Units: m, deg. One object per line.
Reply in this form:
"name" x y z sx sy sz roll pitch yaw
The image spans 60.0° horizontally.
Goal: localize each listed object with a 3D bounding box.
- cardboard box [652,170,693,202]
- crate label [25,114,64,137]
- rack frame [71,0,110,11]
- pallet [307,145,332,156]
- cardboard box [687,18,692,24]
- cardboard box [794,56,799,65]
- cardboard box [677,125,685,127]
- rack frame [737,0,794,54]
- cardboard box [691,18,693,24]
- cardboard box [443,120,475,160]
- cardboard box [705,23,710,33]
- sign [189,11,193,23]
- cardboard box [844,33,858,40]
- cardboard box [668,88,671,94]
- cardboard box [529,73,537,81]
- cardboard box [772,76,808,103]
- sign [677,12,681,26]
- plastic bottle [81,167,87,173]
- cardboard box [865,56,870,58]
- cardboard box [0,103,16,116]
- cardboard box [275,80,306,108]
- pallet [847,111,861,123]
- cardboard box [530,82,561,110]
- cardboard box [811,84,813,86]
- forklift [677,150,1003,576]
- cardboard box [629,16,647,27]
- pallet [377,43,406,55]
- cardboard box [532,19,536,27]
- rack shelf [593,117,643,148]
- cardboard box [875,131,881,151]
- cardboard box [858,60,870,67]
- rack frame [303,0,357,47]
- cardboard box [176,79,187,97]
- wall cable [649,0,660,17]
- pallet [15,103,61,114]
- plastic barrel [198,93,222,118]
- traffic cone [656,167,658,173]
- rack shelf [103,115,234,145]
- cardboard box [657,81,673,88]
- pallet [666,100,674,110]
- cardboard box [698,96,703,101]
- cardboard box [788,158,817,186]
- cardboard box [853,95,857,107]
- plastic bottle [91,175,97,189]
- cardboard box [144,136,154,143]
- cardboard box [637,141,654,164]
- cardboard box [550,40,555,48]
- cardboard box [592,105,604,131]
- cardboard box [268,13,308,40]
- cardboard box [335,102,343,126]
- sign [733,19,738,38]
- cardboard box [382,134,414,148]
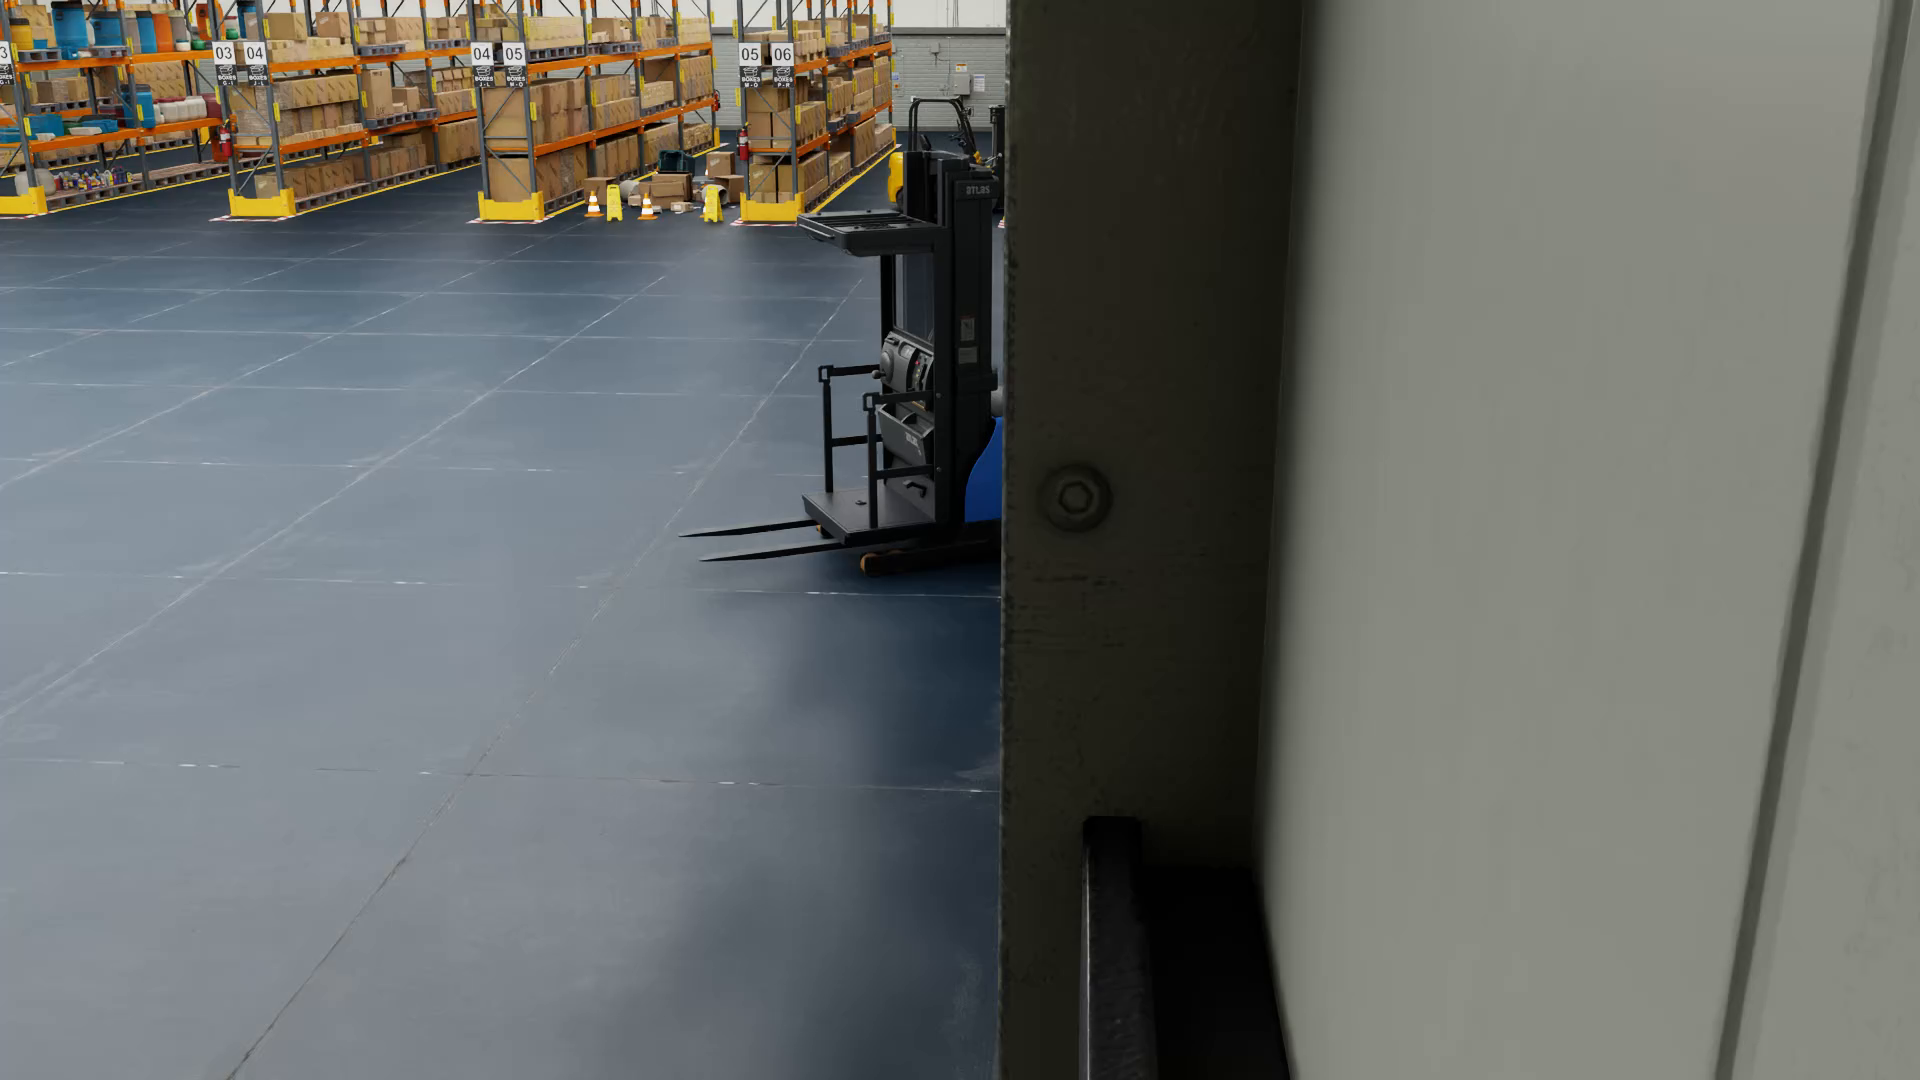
"cardboard box" -5.875 -7.216 33.919 0.797 0.637 0.503 1 18 4
"crate label" -18.497 -8.371 33.597 0.502 0.435 0.616 1 18 4
"rack frame" -22.439 -14.466 42.621 1.000 3.000 0.127 1 18 4
"pallet" -17.485 -10.408 44.348 1.003 0.211 1.213 1 18 4
"cardboard box" -7.214 -13.524 43.361 0.380 0.149 0.250 2 18 7
"cardboard box" -3.187 -8.847 30.691 0.380 0.149 0.250 1 18 4
"cardboard box" -7.689 -11.223 45.306 0.380 0.149 0.250 0 18 1
"rack frame" -3.534 -10.296 29.893 1.000 3.000 0.127 1 18 4
"cardboard box" -7.208 -13.606 43.610 0.380 0.149 0.250 1 18 2
"cardboard box" -12.703 -9.831 40.847 1.225 0.875 0.875 1 18 4
"cardboard box" -7.111 -13.936 45.258 0.500 0.250 0.500 1 18 2
"sign" -21.600 -14.685 46.684 0.100 0.325 0.005 1 18 4
"cardboard box" -2.660 -12.095 39.903 0.380 0.166 0.250 3 18 9
"cardboard box" -7.468 -11.263 41.730 0.380 0.149 0.250 1 18 4
"cardboard box" -12.044 -12.905 46.048 0.500 0.500 0.500 2 18 5
"cardboard box" -3.495 -9.220 33.999 0.700 0.500 0.500 1 18 3
"sign" -7.065 -13.098 41.799 0.100 0.325 0.005 1 18 4
"plastic bottle" -18.544 -7.728 35.238 0.144 0.351 0.185 2 18 5
"cardboard box" -2.637 -13.058 45.149 0.380 0.149 0.250 2 18 5
"cardboard box" -22.795 -10.219 39.435 0.500 0.311 0.500 2 18 7
"cardboard box" -13.065 -8.650 32.261 0.500 0.500 0.500 1 18 4
"pallet" -2.906 -9.615 37.757 1.213 0.211 1.003 1 18 4
"cardboard box" -8.382 -8.734 32.786 0.875 0.550 0.500 1 18 4
"cardboard box" -3.329 -9.701 36.400 0.500 0.500 0.500 1 18 2
"forklift" -0.578 -1.316 12.232 3.031 2.935 1.130 -8 20 -22
"cardboard box" -7.585 -12.205 39.147 0.396 0.266 0.258 1 18 4
"pallet" -12.910 -10.756 36.417 1.213 0.211 1.003 1 18 4
"cardboard box" -8.118 -9.631 30.968 0.380 0.149 0.250 1 18 4
"rack shelf" -8.049 -9.046 36.868 1.077 0.370 4.000 1 18 4
"cardboard box" -2.522 -10.347 43.123 0.875 0.438 0.875 1 18 3
"cardboard box" -2.392 -12.095 42.210 0.380 0.149 0.250 1 18 3
"rack frame" -13.132 -11.759 34.359 1.000 3.000 0.127 1 18 4
"cardboard box" -21.947 -12.599 46.395 0.500 0.500 0.500 1 18 4
"wall cable" -8.428 -18.694 50.357 2.277 5.999 0.120 1 18 4
"pallet" -22.747 -10.494 40.440 1.213 0.211 1.003 1 18 4
"plastic barrel" -17.516 -10.175 38.941 0.600 0.536 0.708 1 18 4
"traffic cone" -6.590 -7.944 36.423 0.336 0.463 0.334 1 18 4
"rack shelf" -17.929 -9.299 37.639 1.077 0.370 4.000 1 18 4
"cardboard box" -7.453 -11.485 41.930 0.380 0.149 0.250 2 18 6
"pallet" -7.818 -10.926 41.758 1.003 0.211 1.213 1 18 4
"cardboard box" -7.175 -11.951 44.982 0.380 0.149 0.250 0 18 1
"cardboard box" -3.122 -7.264 32.812 0.500 0.500 0.500 2 18 5
"cardboard box" -2.678 -10.248 38.819 0.500 0.250 0.500 1 18 4
"plastic bottle" -17.886 -7.383 34.313 0.097 0.271 0.097 0 18 0
"cardboard box" -22.141 -10.873 45.131 0.380 0.166 0.250 1 18 4
"cardboard box" -7.600 -9.235 39.628 0.500 0.500 0.500 1 18 2
"cardboard box" -8.044 -9.569 32.059 0.380 0.149 0.250 1 18 4
"cardboard box" -7.886 -8.971 35.324 0.500 0.500 0.500 1 18 5
"cardboard box" -13.043 -9.973 32.284 0.500 0.500 0.500 1 18 4
"cardboard box" -13.297 -8.805 34.338 0.875 0.500 0.500 1 18 4
"sign" -4.086 -9.310 30.279 0.100 0.325 0.005 1 18 4
"cardboard box" -12.891 -9.155 38.148 0.500 0.250 0.500 3 18 10
